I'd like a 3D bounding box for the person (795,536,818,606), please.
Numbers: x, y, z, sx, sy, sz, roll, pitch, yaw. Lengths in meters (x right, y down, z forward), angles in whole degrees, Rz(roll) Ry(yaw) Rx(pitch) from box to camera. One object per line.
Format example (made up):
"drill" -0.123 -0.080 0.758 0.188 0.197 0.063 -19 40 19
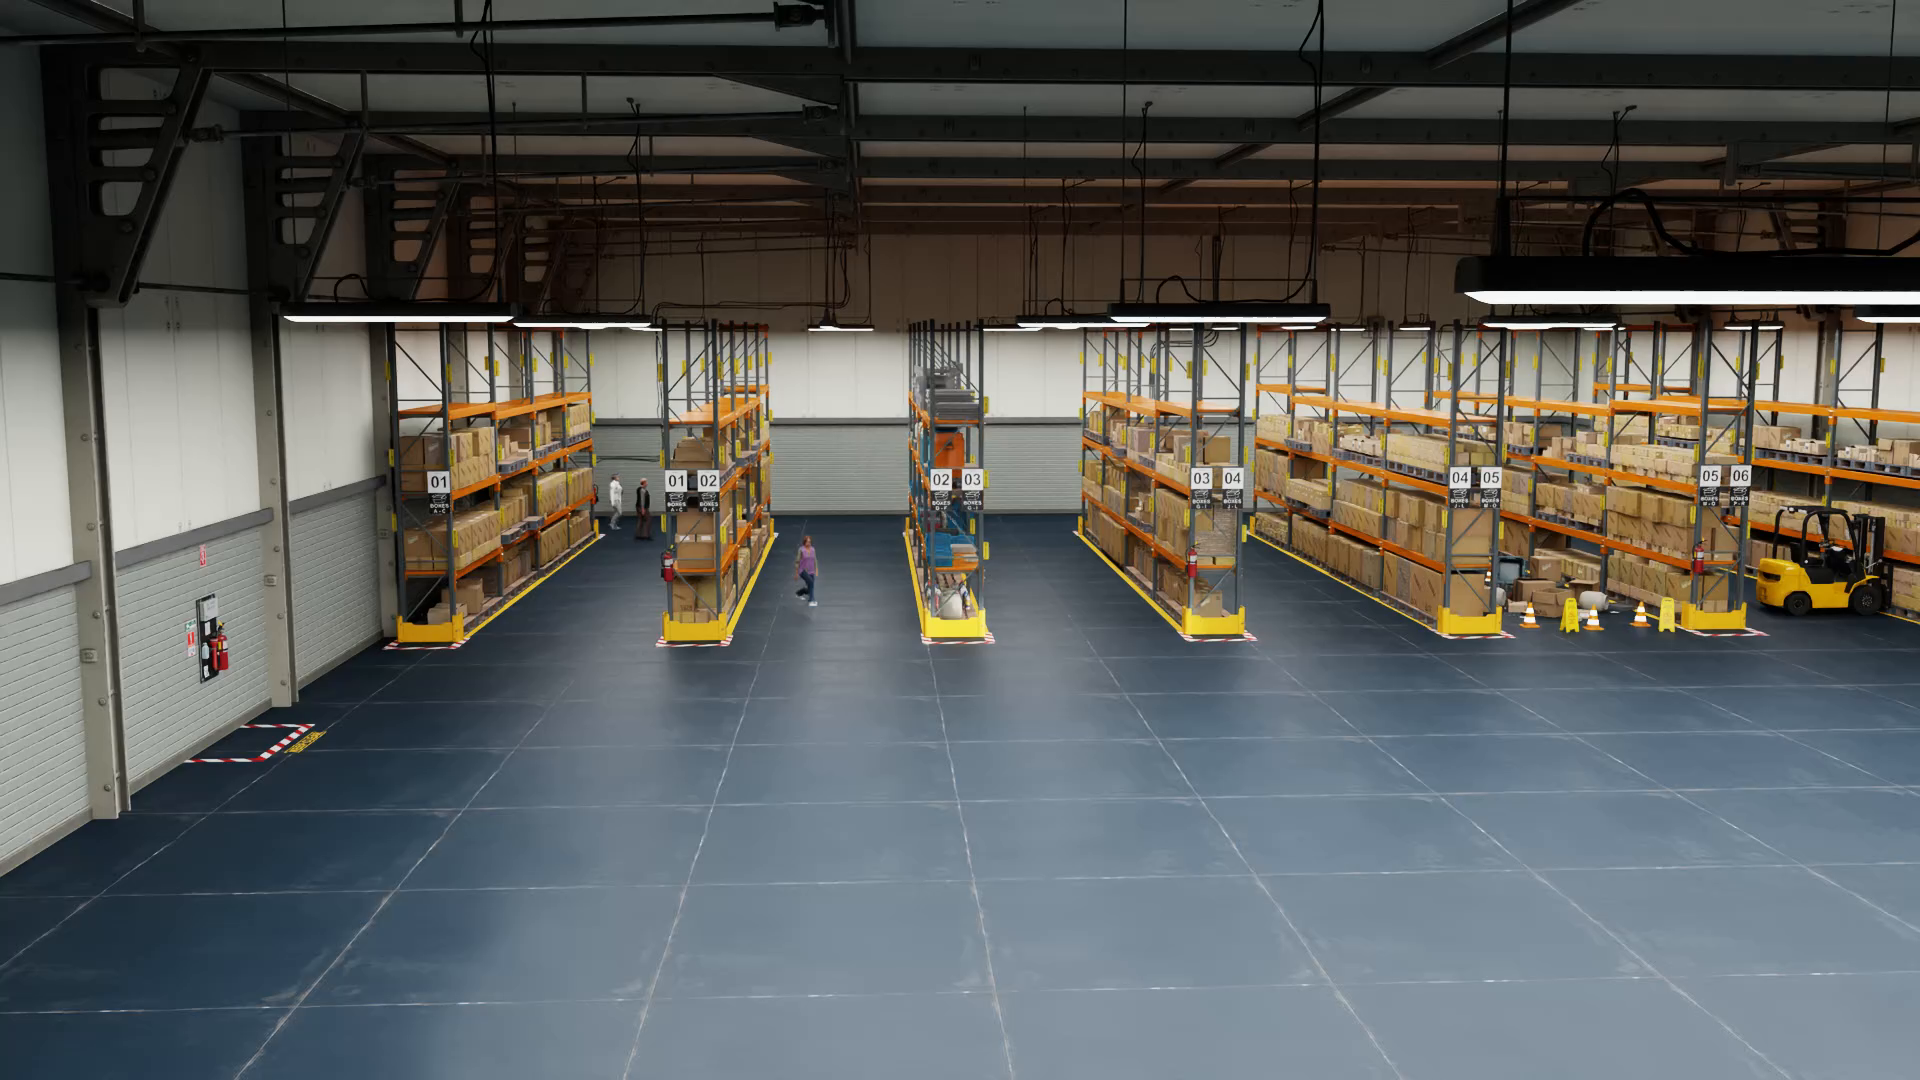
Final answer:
"person" -3.097 0.609 33.900 0.448 1.395 1.055 -6 9 -40

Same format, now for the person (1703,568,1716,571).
"person" 16.488 0.427 36.544 0.524 1.606 0.695 -2 7 -17

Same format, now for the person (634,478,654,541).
"person" -8.837 -0.842 46.389 0.543 1.764 0.575 -4 8 -27

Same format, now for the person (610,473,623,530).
"person" -10.073 -1.138 48.744 0.391 1.687 0.505 0 7 0
